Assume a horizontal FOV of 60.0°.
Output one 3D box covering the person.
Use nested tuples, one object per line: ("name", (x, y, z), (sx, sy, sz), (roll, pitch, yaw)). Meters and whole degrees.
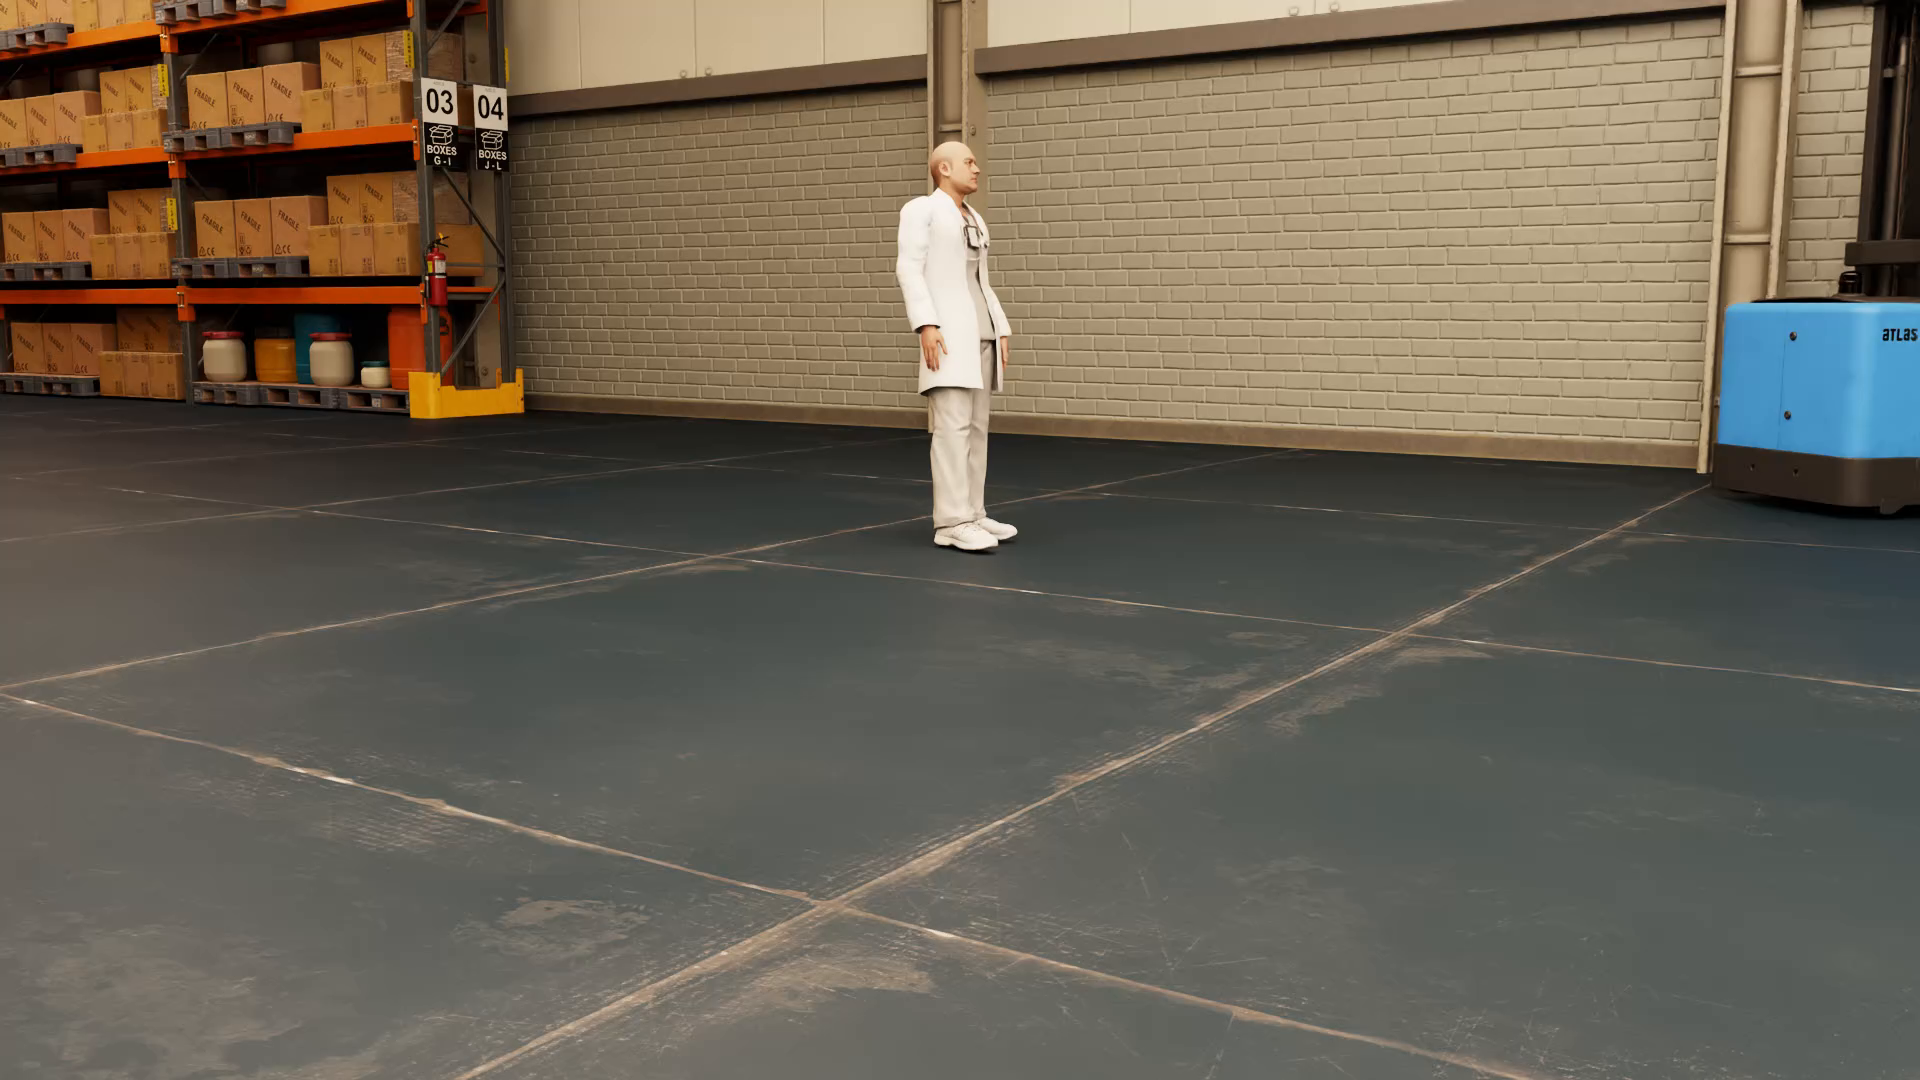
("person", (0.074, -0.880, 7.424), (0.578, 1.778, 0.698), (5, 10, 34))

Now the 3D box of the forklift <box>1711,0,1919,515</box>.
("forklift", (5.714, -1.668, 8.925), (3.031, 2.935, 1.130), (-2, 8, -16))
